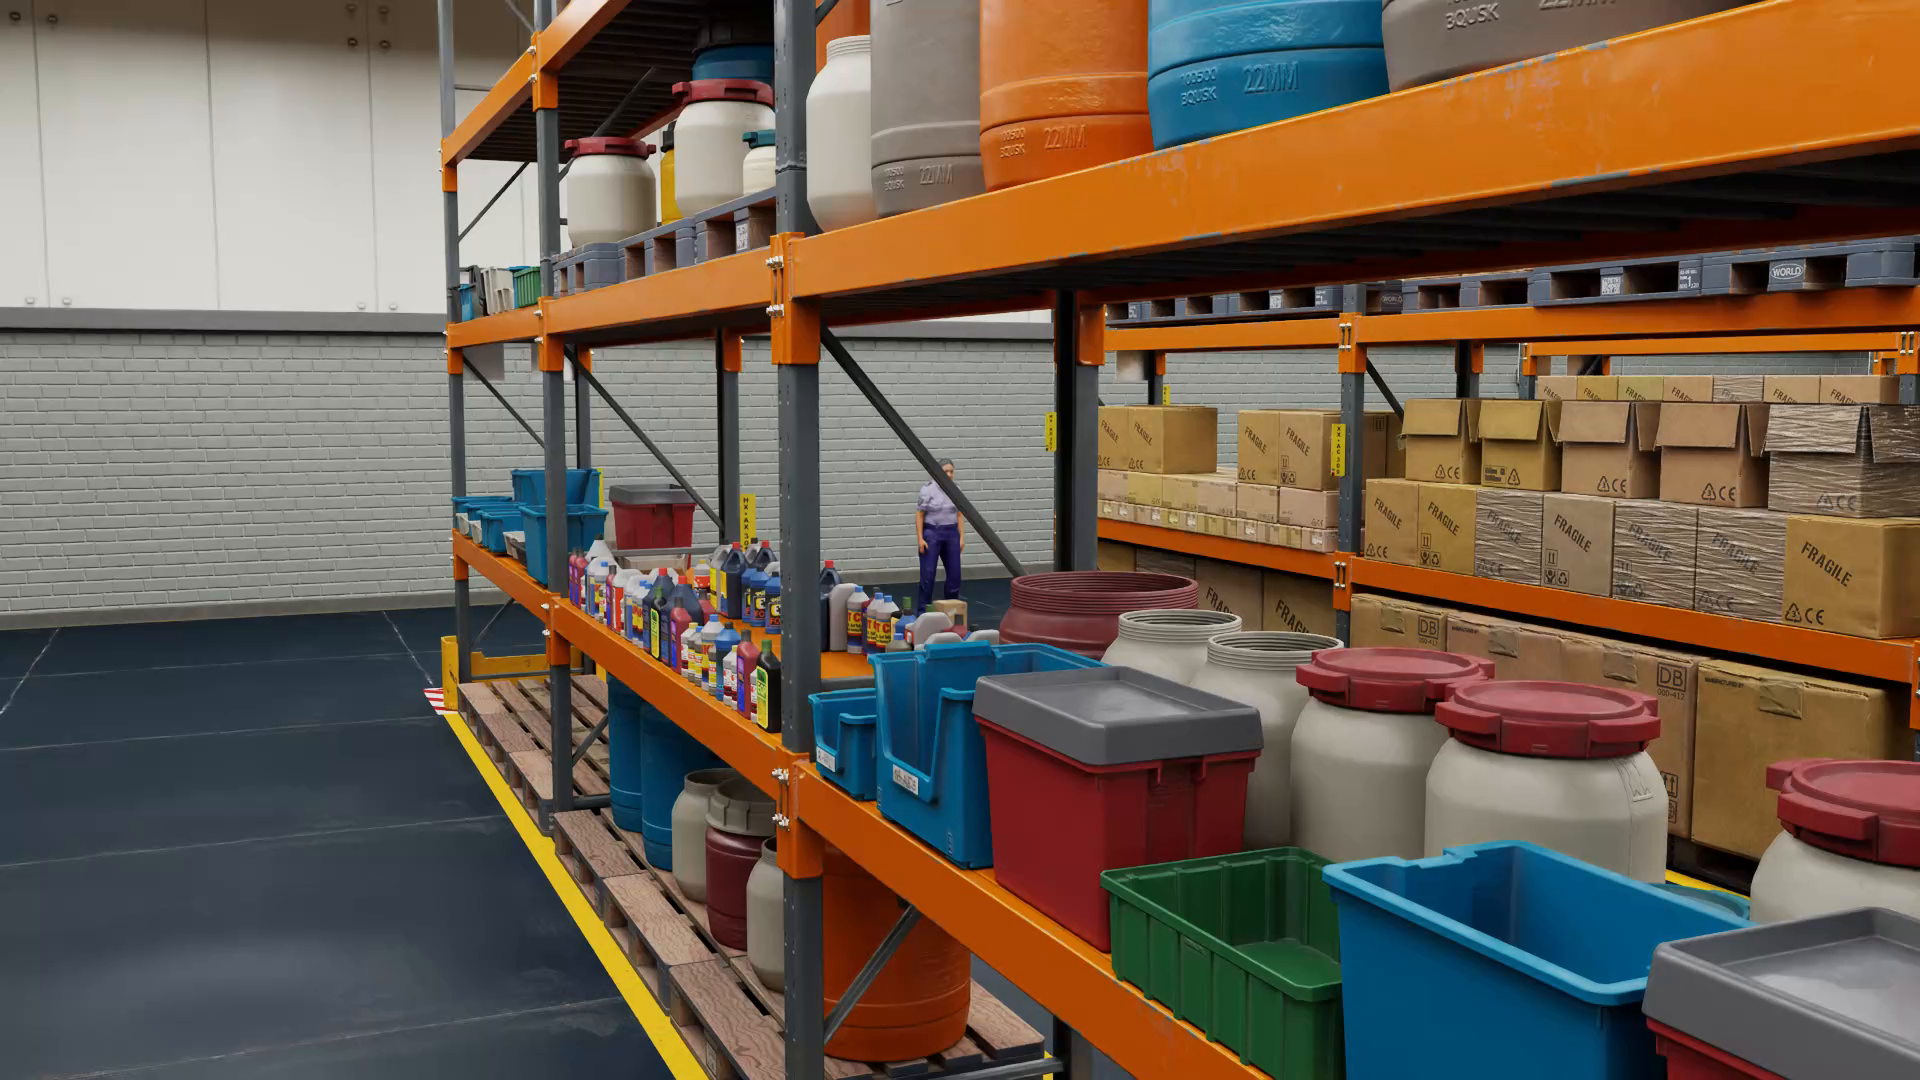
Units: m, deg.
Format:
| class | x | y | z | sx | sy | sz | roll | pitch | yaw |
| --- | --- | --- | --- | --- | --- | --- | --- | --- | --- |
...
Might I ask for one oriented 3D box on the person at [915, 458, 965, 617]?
| class | x | y | z | sx | sy | sz | roll | pitch | yaw |
| --- | --- | --- | --- | --- | --- | --- | --- | --- | --- |
| person | -0.200 | 0.012 | 16.424 | 0.546 | 1.650 | 0.372 | -3 | 6 | -26 |
